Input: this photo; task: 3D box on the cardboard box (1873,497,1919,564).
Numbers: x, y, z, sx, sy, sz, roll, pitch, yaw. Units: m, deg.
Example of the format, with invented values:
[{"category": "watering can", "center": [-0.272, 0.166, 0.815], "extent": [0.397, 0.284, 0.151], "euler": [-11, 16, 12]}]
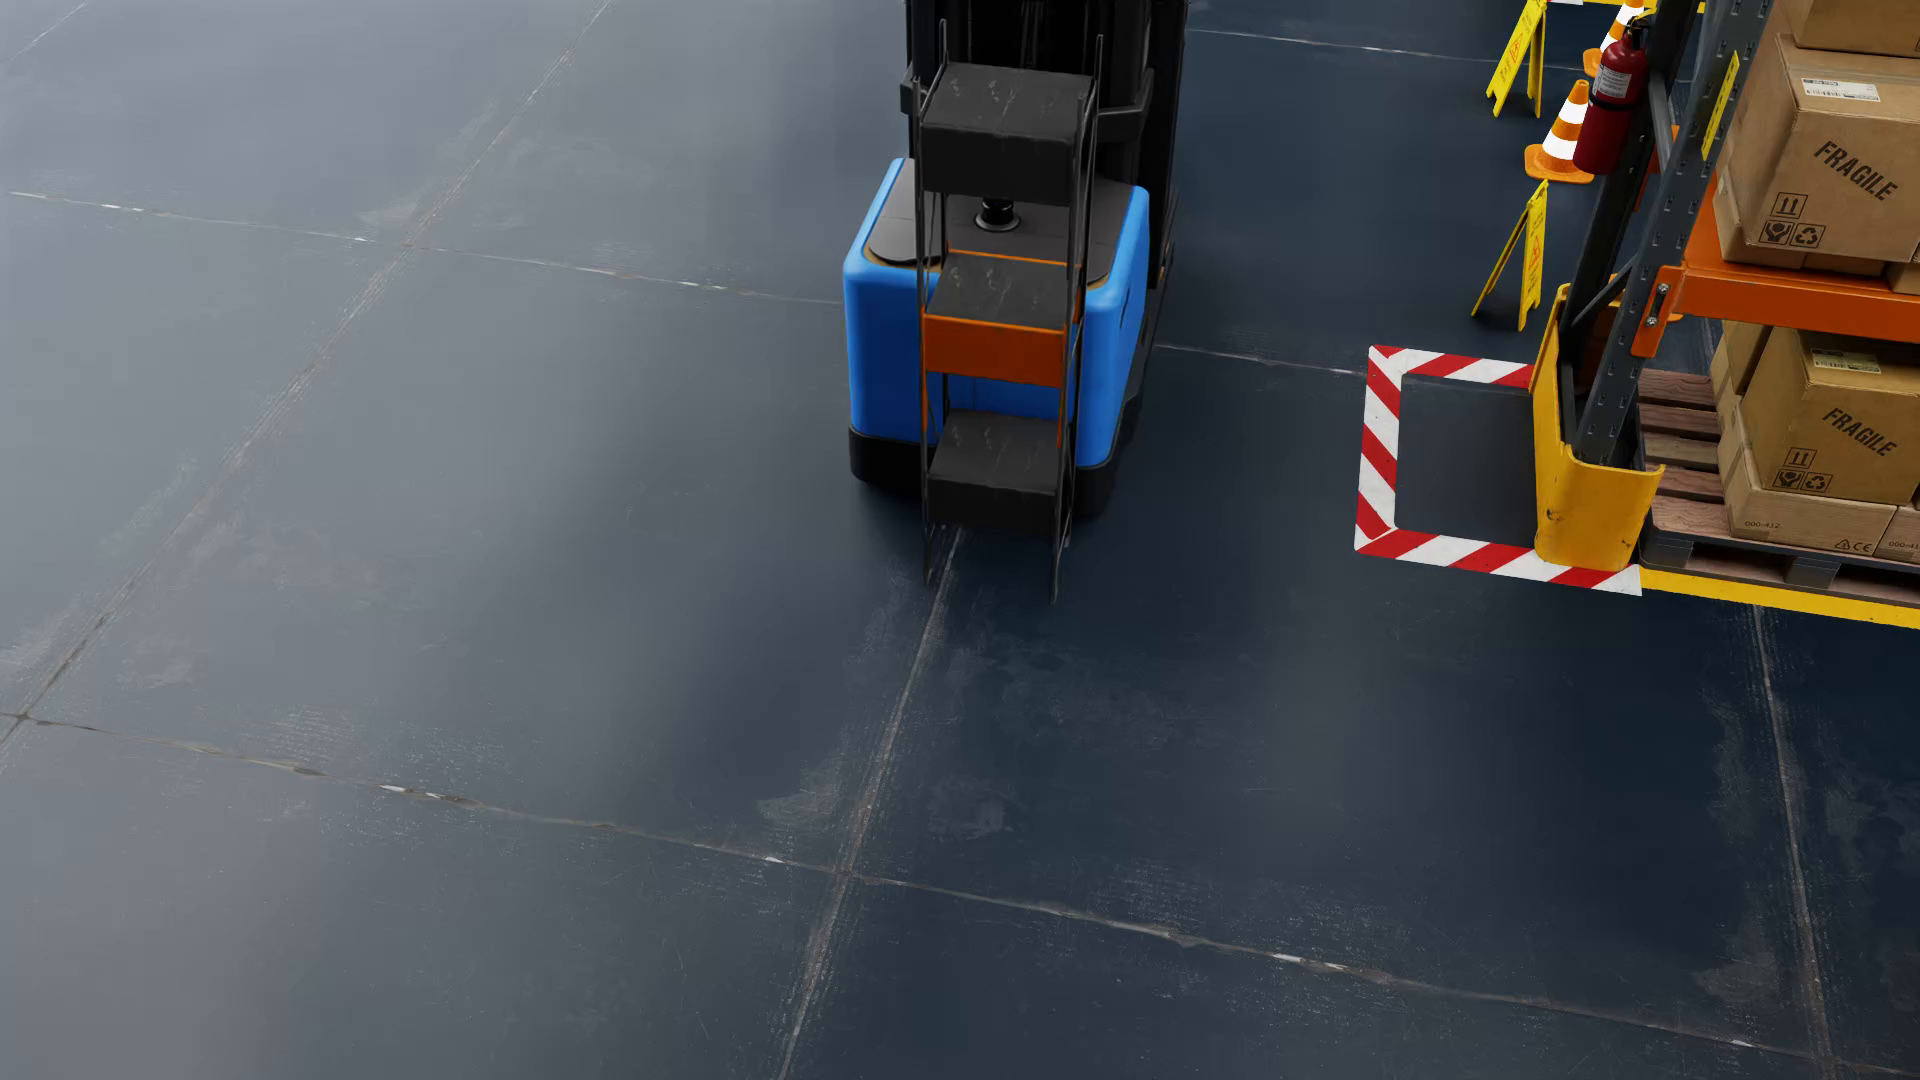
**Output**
[{"category": "cardboard box", "center": [3.662, -0.149, 6.163], "extent": [0.500, 0.250, 0.500], "euler": [10, 45, 11]}]

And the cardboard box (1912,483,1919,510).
[{"category": "cardboard box", "center": [3.700, -0.422, 5.906], "extent": [0.500, 0.500, 0.500], "euler": [7, 44, 8]}]

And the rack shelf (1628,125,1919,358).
[{"category": "rack shelf", "center": [4.391, -0.818, 5.697], "extent": [4.000, 0.370, 1.077], "euler": [9, 45, 9]}]

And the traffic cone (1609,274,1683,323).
[{"category": "traffic cone", "center": [3.140, -1.274, 7.481], "extent": [0.334, 0.463, 0.336], "euler": [9, 45, 9]}]

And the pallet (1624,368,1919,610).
[{"category": "pallet", "center": [3.298, -0.217, 6.564], "extent": [1.213, 0.211, 1.003], "euler": [9, 45, 9]}]

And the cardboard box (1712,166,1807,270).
[{"category": "cardboard box", "center": [2.725, -1.098, 5.650], "extent": [0.250, 0.149, 0.380], "euler": [9, 45, 9]}]

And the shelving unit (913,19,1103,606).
[{"category": "shelving unit", "center": [0.148, -0.680, 5.684], "extent": [0.503, 2.100, 0.431], "euler": [8, 45, 8]}]

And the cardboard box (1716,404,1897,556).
[{"category": "cardboard box", "center": [3.166, -0.232, 6.248], "extent": [0.500, 0.250, 0.500], "euler": [8, 45, 9]}]

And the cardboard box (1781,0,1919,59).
[{"category": "cardboard box", "center": [2.985, -1.954, 5.350], "extent": [0.500, 0.500, 0.700], "euler": [8, 44, 8]}]

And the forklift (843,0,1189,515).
[{"category": "forklift", "center": [0.382, -2.190, 6.653], "extent": [1.130, 2.935, 3.031], "euler": [9, 45, 9]}]

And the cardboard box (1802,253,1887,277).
[{"category": "cardboard box", "center": [2.975, -1.070, 5.620], "extent": [0.250, 0.149, 0.380], "euler": [9, 45, 10]}]

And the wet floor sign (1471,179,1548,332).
[{"category": "wet floor sign", "center": [2.487, -1.285, 7.361], "extent": [0.232, 0.644, 0.267], "euler": [24, 49, 23]}]

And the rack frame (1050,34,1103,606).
[{"category": "rack frame", "center": [0.387, -0.646, 5.648], "extent": [0.015, 2.100, 0.400], "euler": [8, 45, 8]}]

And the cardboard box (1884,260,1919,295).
[{"category": "cardboard box", "center": [3.216, -0.975, 5.521], "extent": [0.250, 0.149, 0.380], "euler": [8, 44, 8]}]

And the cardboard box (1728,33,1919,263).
[{"category": "cardboard box", "center": [2.841, -1.264, 5.355], "extent": [0.500, 0.500, 0.500], "euler": [8, 45, 8]}]

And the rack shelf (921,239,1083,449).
[{"category": "rack shelf", "center": [0.148, -0.671, 5.693], "extent": [0.480, 0.518, 0.431], "euler": [8, 45, 8]}]

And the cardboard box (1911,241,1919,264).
[{"category": "cardboard box", "center": [3.347, -1.188, 5.275], "extent": [0.500, 0.500, 0.500], "euler": [10, 45, 10]}]

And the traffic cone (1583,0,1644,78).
[{"category": "traffic cone", "center": [3.629, -2.790, 9.056], "extent": [0.334, 0.463, 0.336], "euler": [9, 45, 9]}]

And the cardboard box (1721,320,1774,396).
[{"category": "cardboard box", "center": [3.278, -0.866, 6.367], "extent": [0.500, 0.500, 0.500], "euler": [9, 45, 9]}]

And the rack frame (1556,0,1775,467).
[{"category": "rack frame", "center": [2.439, -1.380, 5.762], "extent": [0.127, 3.000, 1.000], "euler": [9, 45, 9]}]

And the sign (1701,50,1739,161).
[{"category": "sign", "center": [2.321, -1.325, 5.080], "extent": [0.005, 0.325, 0.100], "euler": [9, 45, 9]}]

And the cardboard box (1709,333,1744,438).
[{"category": "cardboard box", "center": [3.310, -0.597, 6.628], "extent": [0.500, 0.250, 0.500], "euler": [9, 45, 9]}]

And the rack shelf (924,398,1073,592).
[{"category": "rack shelf", "center": [0.148, -0.166, 6.179], "extent": [0.480, 0.518, 0.431], "euler": [8, 45, 8]}]

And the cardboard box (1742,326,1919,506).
[{"category": "cardboard box", "center": [3.189, -0.499, 5.985], "extent": [0.500, 0.500, 0.500], "euler": [7, 44, 8]}]

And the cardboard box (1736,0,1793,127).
[{"category": "cardboard box", "center": [3.029, -1.628, 5.732], "extent": [0.500, 0.500, 0.500], "euler": [8, 44, 8]}]

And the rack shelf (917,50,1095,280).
[{"category": "rack shelf", "center": [0.148, -1.175, 5.208], "extent": [0.480, 0.518, 0.431], "euler": [8, 45, 8]}]

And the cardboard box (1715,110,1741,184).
[{"category": "cardboard box", "center": [2.851, -1.378, 5.941], "extent": [0.250, 0.149, 0.380], "euler": [10, 45, 10]}]

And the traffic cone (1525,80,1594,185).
[{"category": "traffic cone", "center": [3.051, -2.077, 8.315], "extent": [0.334, 0.463, 0.336], "euler": [9, 45, 9]}]

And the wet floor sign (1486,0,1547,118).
[{"category": "wet floor sign", "center": [2.961, -2.562, 8.687], "extent": [0.232, 0.644, 0.267], "euler": [2, 44, 2]}]

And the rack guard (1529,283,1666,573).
[{"category": "rack guard", "center": [2.513, -0.468, 6.617], "extent": [0.348, 0.500, 1.175], "euler": [9, 45, 9]}]

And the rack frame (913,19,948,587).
[{"category": "rack frame", "center": [-0.091, -0.715, 5.719], "extent": [0.015, 2.100, 0.400], "euler": [8, 45, 8]}]

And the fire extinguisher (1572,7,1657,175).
[{"category": "fire extinguisher", "center": [2.428, -1.682, 6.131], "extent": [0.183, 0.674, 0.296], "euler": [9, 45, 9]}]
